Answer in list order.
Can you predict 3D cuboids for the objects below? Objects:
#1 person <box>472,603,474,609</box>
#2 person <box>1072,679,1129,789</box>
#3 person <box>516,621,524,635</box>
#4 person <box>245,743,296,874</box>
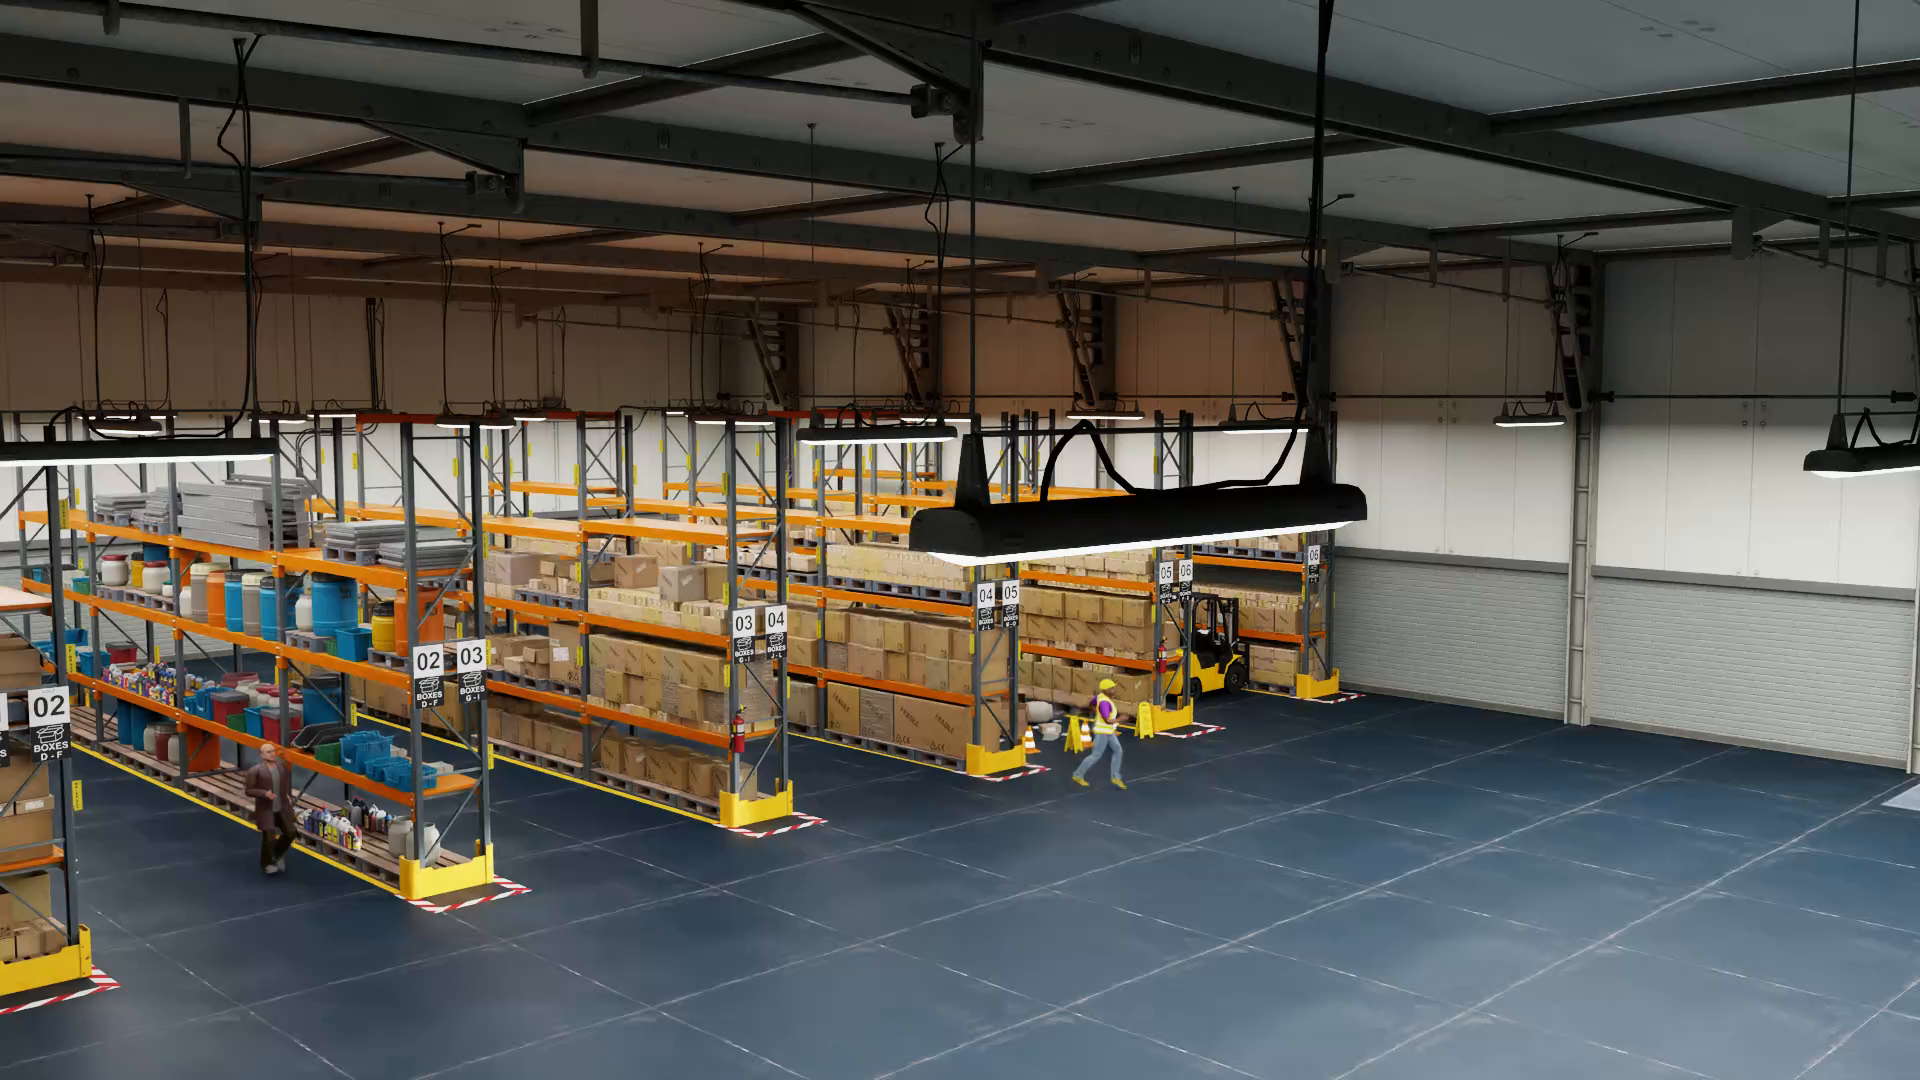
[{"bbox_3d":[-10.819,2.246,37.125,0.725,1.766,0.868,-4,6,-39],"label":"person"},{"bbox_3d":[2.271,3.132,26.755,0.910,1.817,0.712,1,5,8],"label":"person"},{"bbox_3d":[-10.923,1.927,40.820,0.722,1.832,0.897,4,6,36],"label":"person"},{"bbox_3d":[-9.026,3.552,21.904,0.690,1.751,0.687,4,7,40],"label":"person"}]
